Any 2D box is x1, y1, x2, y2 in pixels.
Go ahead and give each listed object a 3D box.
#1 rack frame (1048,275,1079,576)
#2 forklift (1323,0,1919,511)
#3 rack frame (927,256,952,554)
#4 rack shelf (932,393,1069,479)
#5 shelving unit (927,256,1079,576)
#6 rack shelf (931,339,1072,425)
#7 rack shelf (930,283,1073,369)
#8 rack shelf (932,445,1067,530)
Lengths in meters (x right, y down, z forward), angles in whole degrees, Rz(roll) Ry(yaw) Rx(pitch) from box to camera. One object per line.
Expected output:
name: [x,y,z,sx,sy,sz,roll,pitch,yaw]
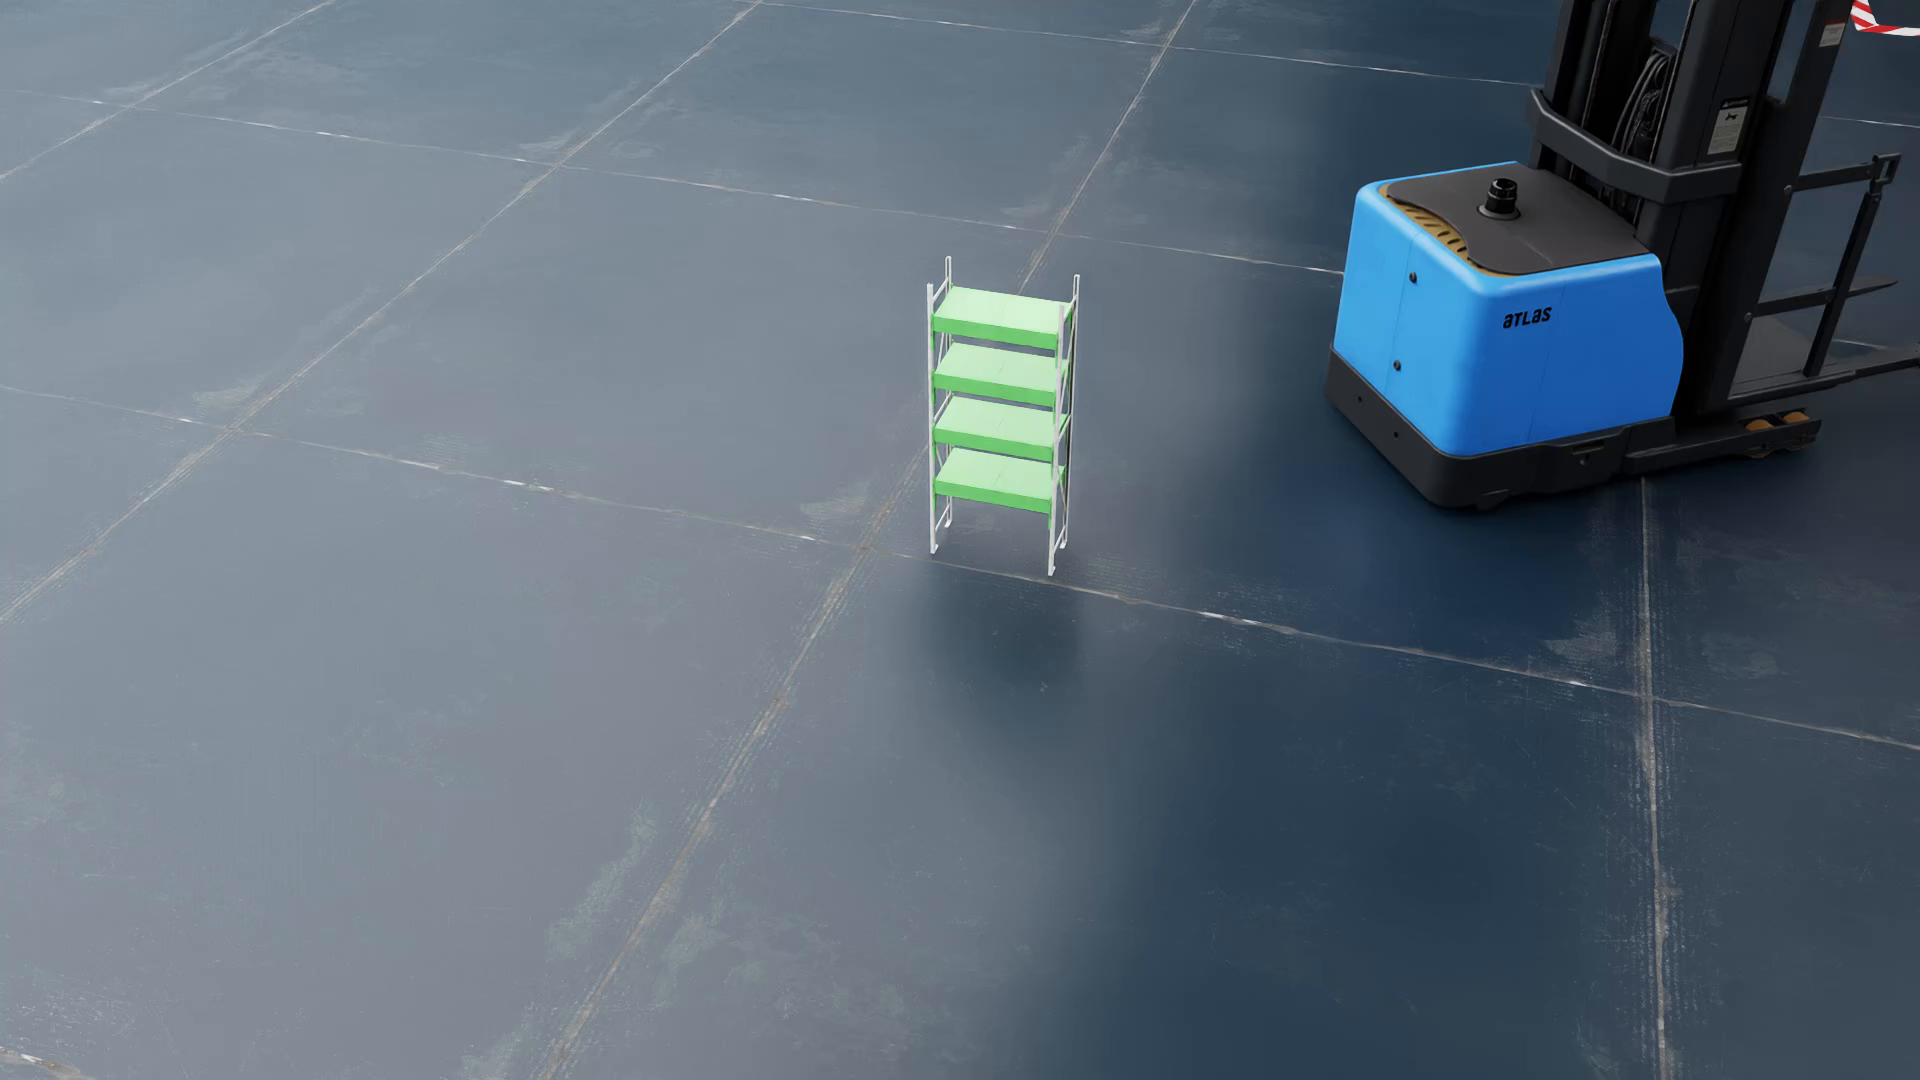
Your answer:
rack frame: [0.391,-0.411,6.296,0.015,1.200,0.240,10,38,14]
forklift: [3.221,-1.820,6.750,3.031,2.935,1.130,-11,38,-15]
rack frame: [-0.075,-0.497,6.413,0.015,1.200,0.240,10,38,14]
rack shelf: [0.158,-0.402,6.392,0.480,0.148,0.258,10,38,14]
shelving unit: [0.158,-0.454,6.355,0.503,1.200,0.258,10,38,14]
rack shelf: [0.158,-0.596,6.250,0.480,0.148,0.258,10,38,14]
rack shelf: [0.158,-0.789,6.108,0.480,0.148,0.258,10,38,14]
rack shelf: [0.158,-0.209,6.535,0.480,0.148,0.258,10,38,14]
